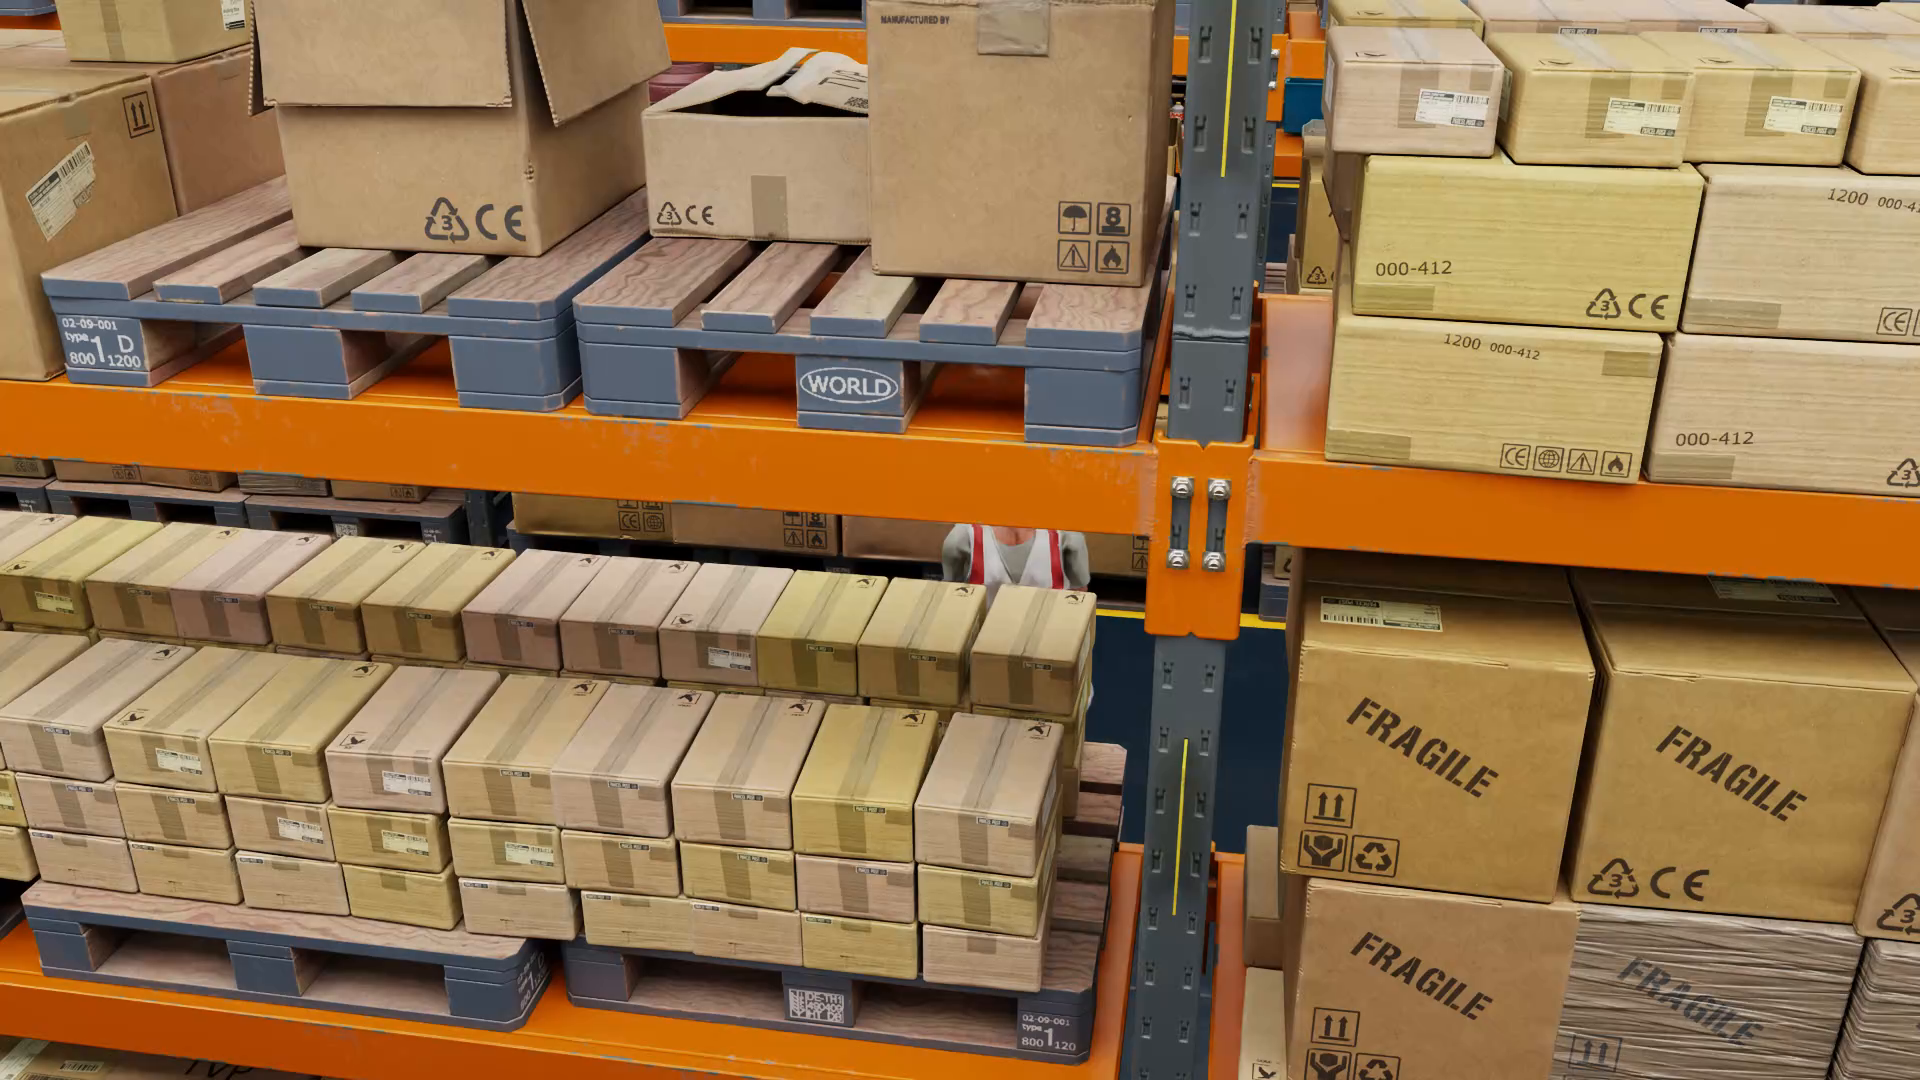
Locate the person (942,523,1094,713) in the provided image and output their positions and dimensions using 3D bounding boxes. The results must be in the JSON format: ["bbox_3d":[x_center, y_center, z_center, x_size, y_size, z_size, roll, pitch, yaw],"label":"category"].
[{"bbox_3d":[0.210,0.489,6.021,0.546,1.764,0.852,-2,25,-4],"label":"person"}]
